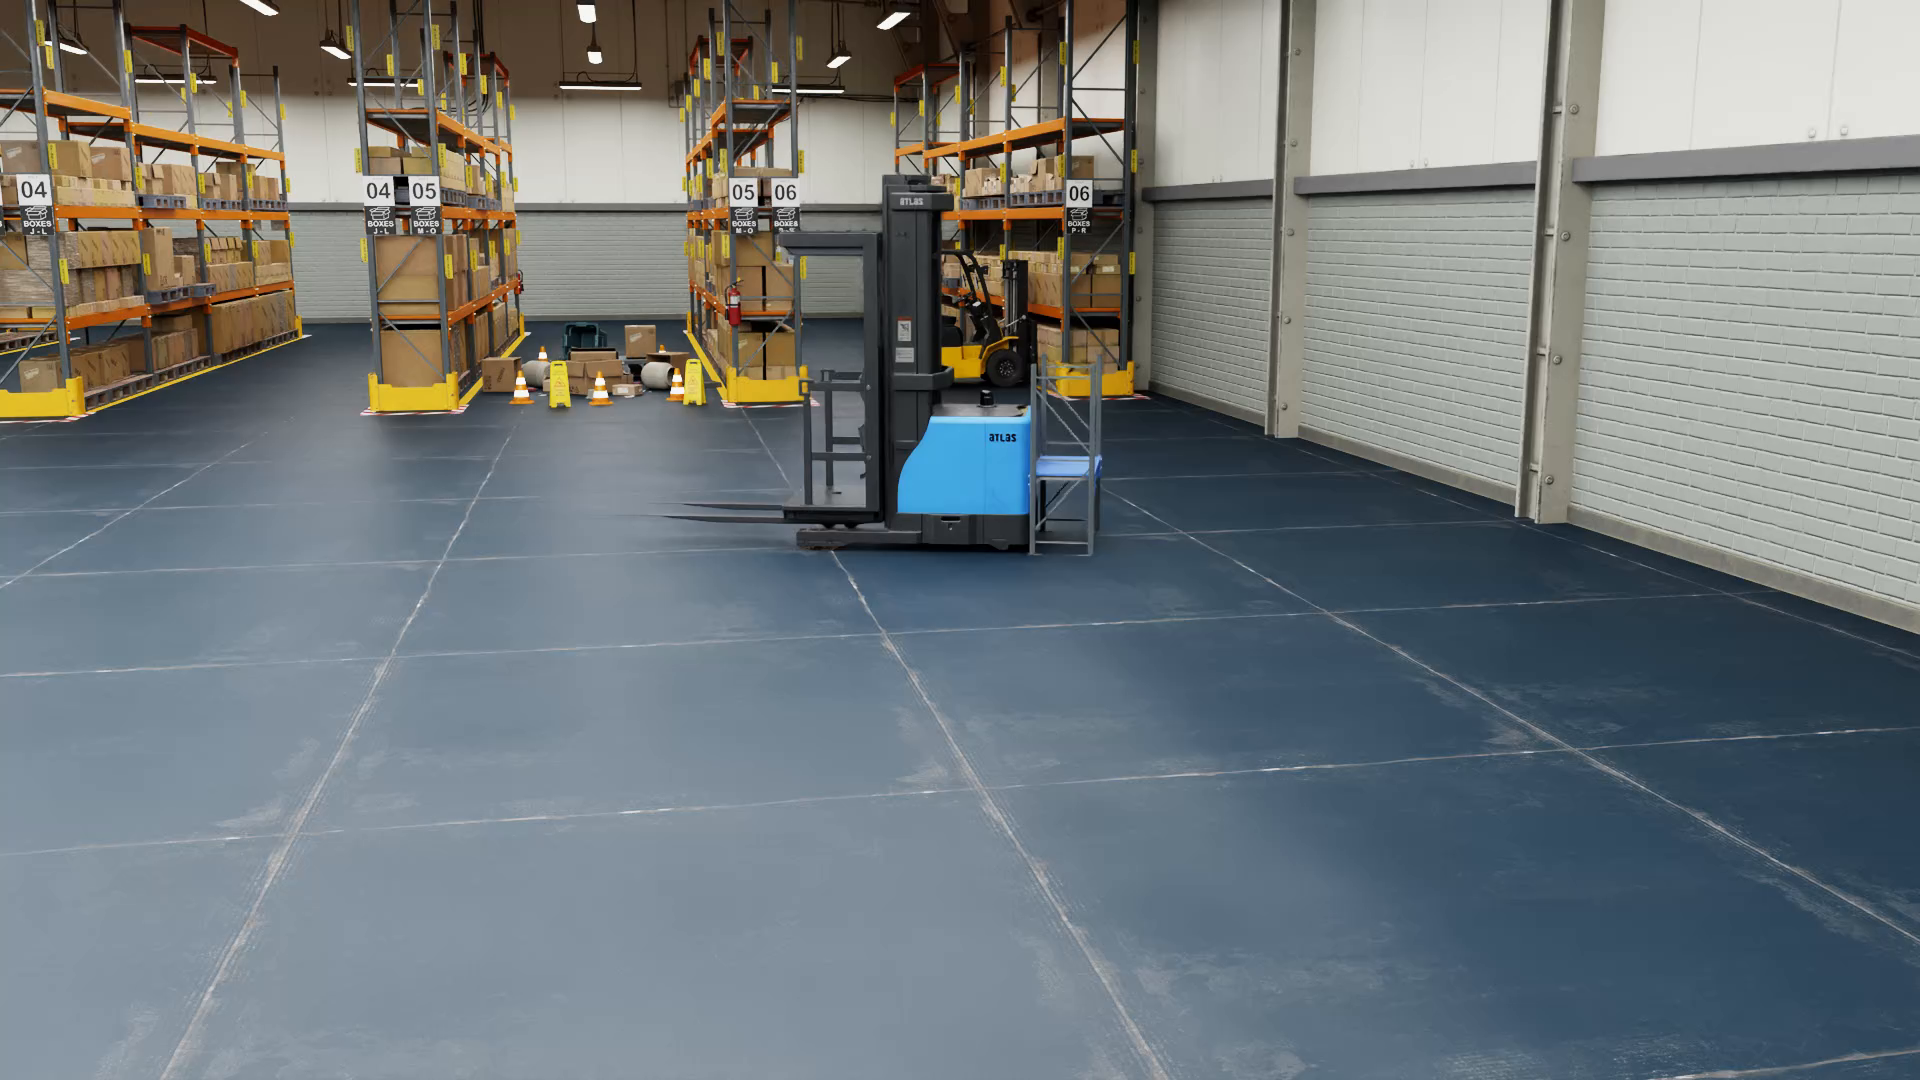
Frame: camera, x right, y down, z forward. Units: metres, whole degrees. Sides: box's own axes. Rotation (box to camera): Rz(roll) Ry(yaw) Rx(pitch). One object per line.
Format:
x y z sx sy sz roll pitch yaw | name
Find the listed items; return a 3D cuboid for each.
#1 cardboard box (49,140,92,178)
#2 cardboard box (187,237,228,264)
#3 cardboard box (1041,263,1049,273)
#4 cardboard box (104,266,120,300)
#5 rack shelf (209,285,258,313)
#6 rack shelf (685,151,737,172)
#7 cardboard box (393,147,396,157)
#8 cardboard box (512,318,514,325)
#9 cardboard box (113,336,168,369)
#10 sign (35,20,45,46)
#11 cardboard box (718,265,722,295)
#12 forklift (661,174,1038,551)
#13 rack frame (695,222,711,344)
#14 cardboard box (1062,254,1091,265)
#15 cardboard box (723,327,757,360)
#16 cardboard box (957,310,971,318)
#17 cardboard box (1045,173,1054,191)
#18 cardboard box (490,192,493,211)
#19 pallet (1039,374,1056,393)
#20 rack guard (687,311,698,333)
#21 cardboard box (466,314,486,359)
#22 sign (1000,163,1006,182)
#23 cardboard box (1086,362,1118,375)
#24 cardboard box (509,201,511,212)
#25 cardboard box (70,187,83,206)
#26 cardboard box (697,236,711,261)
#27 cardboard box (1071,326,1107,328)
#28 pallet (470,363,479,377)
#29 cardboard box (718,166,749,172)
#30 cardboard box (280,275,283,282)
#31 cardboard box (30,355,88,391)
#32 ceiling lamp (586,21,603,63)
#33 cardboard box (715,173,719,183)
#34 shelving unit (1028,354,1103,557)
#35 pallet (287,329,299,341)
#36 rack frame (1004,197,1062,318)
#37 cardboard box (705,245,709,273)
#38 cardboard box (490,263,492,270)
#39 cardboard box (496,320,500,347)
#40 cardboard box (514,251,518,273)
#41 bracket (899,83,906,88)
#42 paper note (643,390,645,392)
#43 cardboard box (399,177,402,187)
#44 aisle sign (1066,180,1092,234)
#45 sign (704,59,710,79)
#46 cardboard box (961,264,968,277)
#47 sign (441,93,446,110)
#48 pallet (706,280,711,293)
-12.565 -5.352 23.373 0.500 0.500 0.500 -2 11 -11 | cardboard box
-14.484 -5.542 31.842 0.797 0.503 0.637 -2 11 -9 | cardboard box
1.501 -4.307 26.302 0.380 0.149 0.250 -2 11 -13 | cardboard box
-13.033 -3.819 24.675 0.875 0.500 0.500 -2 11 -11 | cardboard box
-14.486 -4.637 31.958 1.077 0.370 4.000 -2 11 -11 | rack shelf
-5.543 -8.481 37.182 1.077 0.370 4.000 -2 11 -11 | rack shelf
-8.102 -5.410 23.225 0.380 0.149 0.250 -2 11 -11 | cardboard box
-10.057 -4.831 36.761 0.380 0.149 0.250 -2 11 -10 | cardboard box
-13.492 -3.079 27.361 0.700 0.500 0.500 -2 11 -11 | cardboard box
-12.009 -6.620 21.703 0.100 0.325 0.005 -2 11 -11 | sign
-3.581 -4.170 26.523 0.500 0.500 0.500 -2 11 -11 | cardboard box
-0.895 -1.453 13.490 3.031 2.935 1.130 1 11 5 | forklift
-5.154 -5.717 35.711 1.000 3.000 0.127 -2 11 -11 | rack frame
1.771 -4.269 25.307 0.380 0.149 0.250 -2 11 -11 | cardboard box
-3.428 -3.066 26.008 0.500 0.500 0.500 -2 11 -12 | cardboard box
0.147 -4.543 33.370 0.380 0.149 0.250 -3 11 -14 | cardboard box
1.539 -5.548 25.768 0.396 0.266 0.258 -2 11 -11 | cardboard box
-9.166 -6.513 31.606 0.500 0.500 0.500 -2 11 -11 | cardboard box
1.858 -2.466 26.090 1.003 0.211 1.213 -2 11 -11 | pallet
-5.937 -5.227 39.823 1.175 0.500 0.348 -2 11 -11 | rack guard
-9.009 -3.611 29.539 1.050 0.750 0.750 -2 11 -10 | cardboard box
0.739 -6.292 28.483 0.100 0.325 0.005 -2 11 -11 | sign
2.144 -2.650 25.829 0.500 0.250 0.500 -2 11 -11 | cardboard box
-10.108 -7.297 36.389 0.500 0.250 0.500 -2 11 -8 | cardboard box
-12.488 -4.748 22.998 0.500 0.250 0.500 -2 11 -12 | cardboard box
-5.129 -5.982 34.161 0.500 0.500 0.500 -2 11 -12 | cardboard box
2.039 -3.231 26.205 0.500 0.250 0.500 -2 11 -11 | cardboard box
-8.658 -2.820 27.949 1.003 0.211 1.213 -2 11 -11 | pallet
-3.836 -6.203 28.184 0.500 0.250 0.500 -2 11 -10 | cardboard box
-15.061 -5.726 36.432 0.380 0.149 0.250 -2 11 -12 | cardboard box
-12.796 -2.358 23.624 0.500 0.500 0.500 1 11 4 | cardboard box
-7.134 -11.299 33.383 0.800 3.185 2.000 -2 11 -11 | ceiling lamp
-3.711 -5.778 26.546 0.380 0.149 0.250 -2 11 -11 | cardboard box
0.861 -0.709 13.411 0.538 1.500 1.048 1 11 7 | shelving unit
-15.421 -4.577 37.178 1.003 0.211 1.213 -2 11 -11 | pallet
1.270 -4.431 28.955 1.000 3.000 0.127 -2 11 -11 | rack frame
-4.516 -5.294 31.303 0.500 0.500 0.500 -2 11 -13 | cardboard box
-9.361 -5.346 32.515 0.380 0.149 0.250 -2 11 -12 | cardboard box
-9.201 -3.994 32.222 0.500 0.500 0.500 -2 11 -10 | cardboard box
-10.428 -6.374 38.102 0.500 0.500 0.500 -2 11 -10 | cardboard box
-1.594 -12.372 45.006 0.235 0.232 0.430 -2 11 -11 | bracket
-4.975 -2.314 25.805 0.148 0.019 0.142 2 11 9 | paper note
-8.201 -5.112 23.789 0.380 0.149 0.250 -2 11 -10 | cardboard box
1.773 -4.952 24.738 0.394 0.787 0.004 -2 11 -11 | aisle sign
-4.142 -7.712 27.228 0.100 0.325 0.005 -2 11 -11 | sign
0.314 -5.245 32.297 0.500 0.250 0.500 -2 11 -11 | cardboard box
-10.526 -8.947 33.927 0.100 0.325 0.005 -2 11 -11 | sign
-4.133 -4.762 31.209 1.213 0.211 1.003 -2 11 -11 | pallet
